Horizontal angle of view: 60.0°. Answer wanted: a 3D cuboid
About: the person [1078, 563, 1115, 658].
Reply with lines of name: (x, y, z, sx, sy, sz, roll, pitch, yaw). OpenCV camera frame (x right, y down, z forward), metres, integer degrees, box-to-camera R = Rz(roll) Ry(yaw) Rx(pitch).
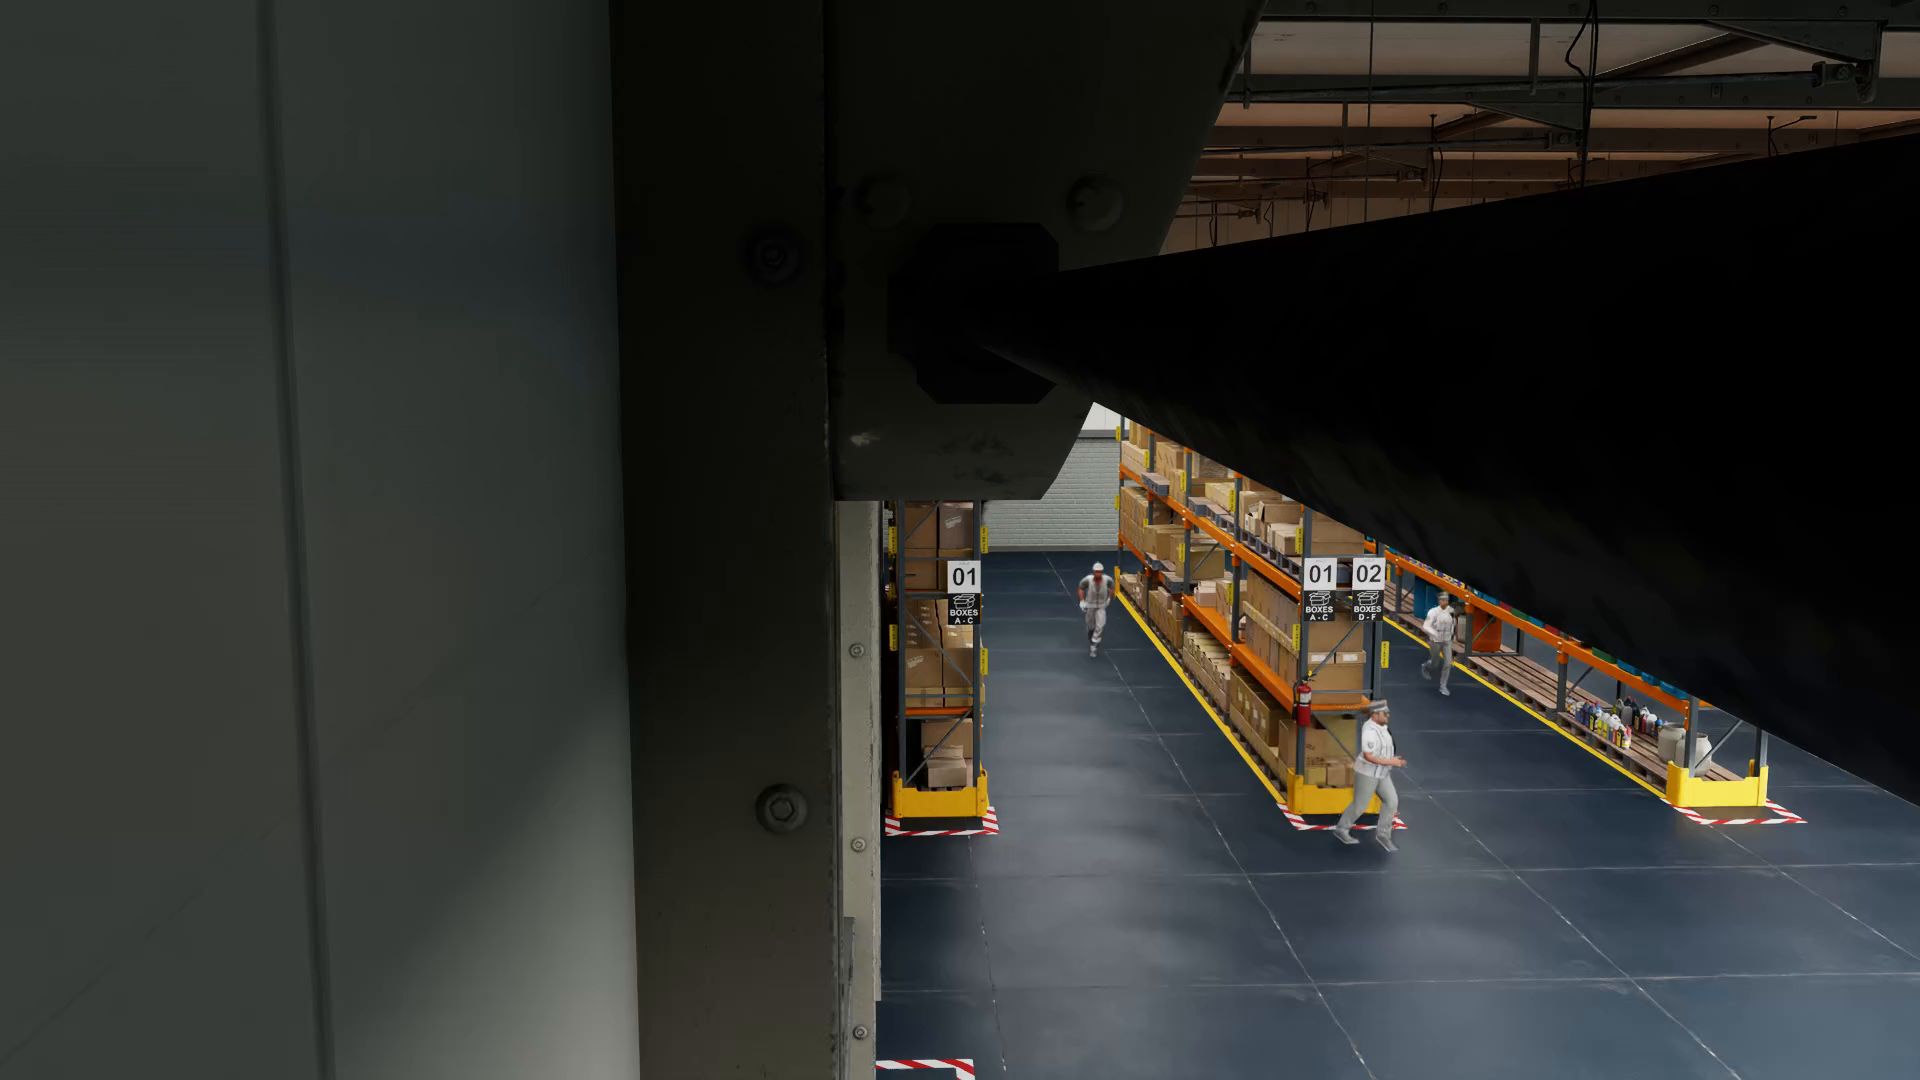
person: (2.441, 1.220, 29.843, 0.659, 1.720, 0.910, -1, 8, -6)

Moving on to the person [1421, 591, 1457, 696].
person: (7.797, 1.630, 27.019, 0.605, 1.672, 0.819, -1, 8, -7)

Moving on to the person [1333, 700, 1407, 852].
person: (4.741, 2.728, 19.157, 0.844, 1.844, 0.627, 6, 10, 36)
